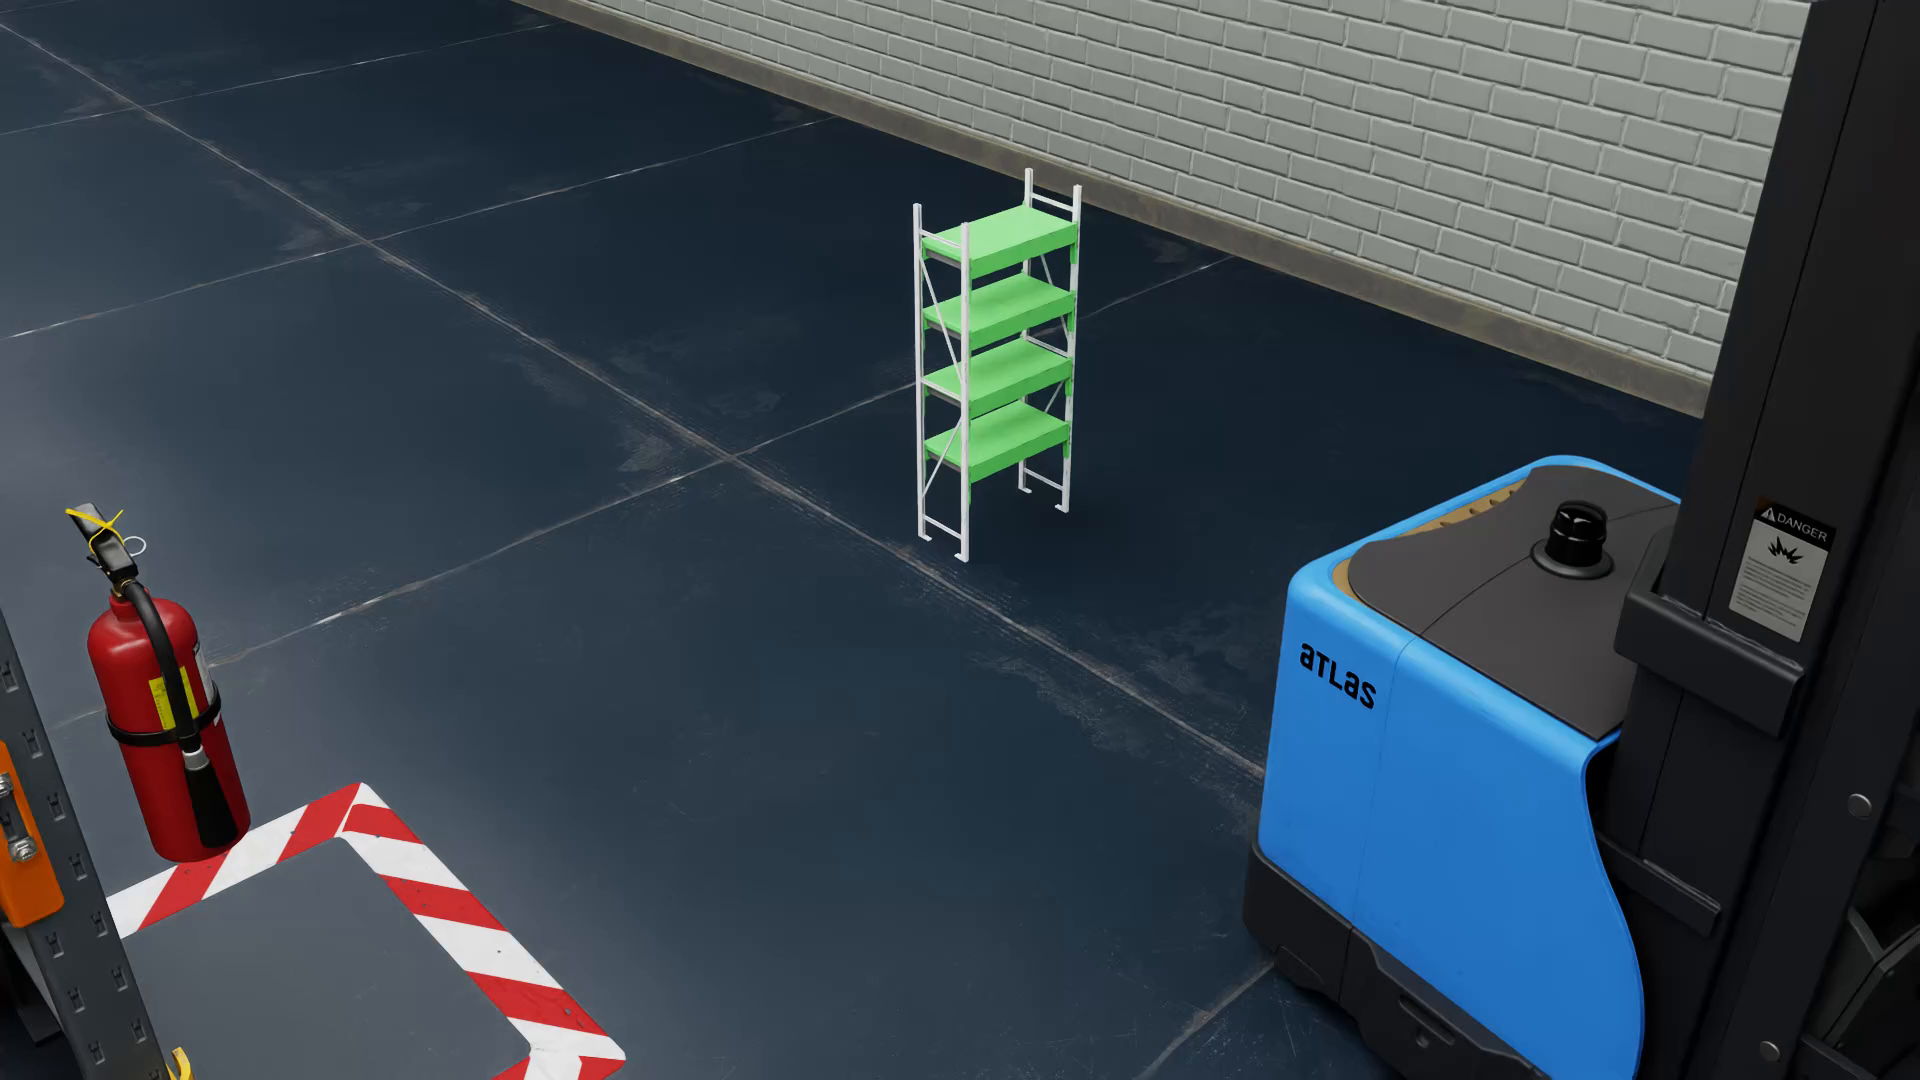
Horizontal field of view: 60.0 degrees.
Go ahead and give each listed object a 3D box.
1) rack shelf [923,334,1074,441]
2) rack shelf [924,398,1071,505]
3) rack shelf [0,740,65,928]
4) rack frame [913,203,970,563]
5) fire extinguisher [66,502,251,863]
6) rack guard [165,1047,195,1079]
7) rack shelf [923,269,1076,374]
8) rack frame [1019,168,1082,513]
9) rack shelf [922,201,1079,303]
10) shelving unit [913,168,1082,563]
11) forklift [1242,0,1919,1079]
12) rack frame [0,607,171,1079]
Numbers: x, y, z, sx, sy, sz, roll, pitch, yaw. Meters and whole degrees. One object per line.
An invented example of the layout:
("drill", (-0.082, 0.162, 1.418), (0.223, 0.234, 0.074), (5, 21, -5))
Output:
("rack shelf", (0.121, -0.516, 5.566), (0.480, 0.148, 0.258), (-26, 40, -35))
("rack shelf", (0.121, -0.311, 5.692), (0.480, 0.148, 0.258), (-26, 40, -35))
("rack shelf", (-3.361, 0.991, 1.943), (4.000, 0.370, 1.077), (-26, 40, -35))
("rack frame", (-0.058, -0.484, 5.391), (0.015, 1.200, 0.240), (-26, 40, -35))
("fire extinguisher", (-1.396, 0.254, 2.891), (0.183, 0.674, 0.296), (-26, 40, -35))
("rack guard", (-1.950, 1.068, 3.524), (0.348, 0.500, 1.175), (-26, 40, -35))
("rack shelf", (0.121, -0.721, 5.441), (0.480, 0.148, 0.258), (-26, 40, -35))
("rack frame", (0.300, -0.657, 5.675), (0.015, 1.200, 0.240), (-26, 40, -35))
("rack shelf", (0.121, -0.926, 5.316), (0.480, 0.148, 0.258), (-26, 40, -35))
("shelving unit", (0.121, -0.571, 5.533), (0.503, 1.200, 0.258), (-26, 40, -35))
("forklift", (1.969, 0.204, 2.606), (1.130, 2.935, 3.031), (-21, 37, -30))
("rack frame", (-1.894, -0.025, 2.916), (0.127, 3.000, 1.000), (-26, 40, -35))
